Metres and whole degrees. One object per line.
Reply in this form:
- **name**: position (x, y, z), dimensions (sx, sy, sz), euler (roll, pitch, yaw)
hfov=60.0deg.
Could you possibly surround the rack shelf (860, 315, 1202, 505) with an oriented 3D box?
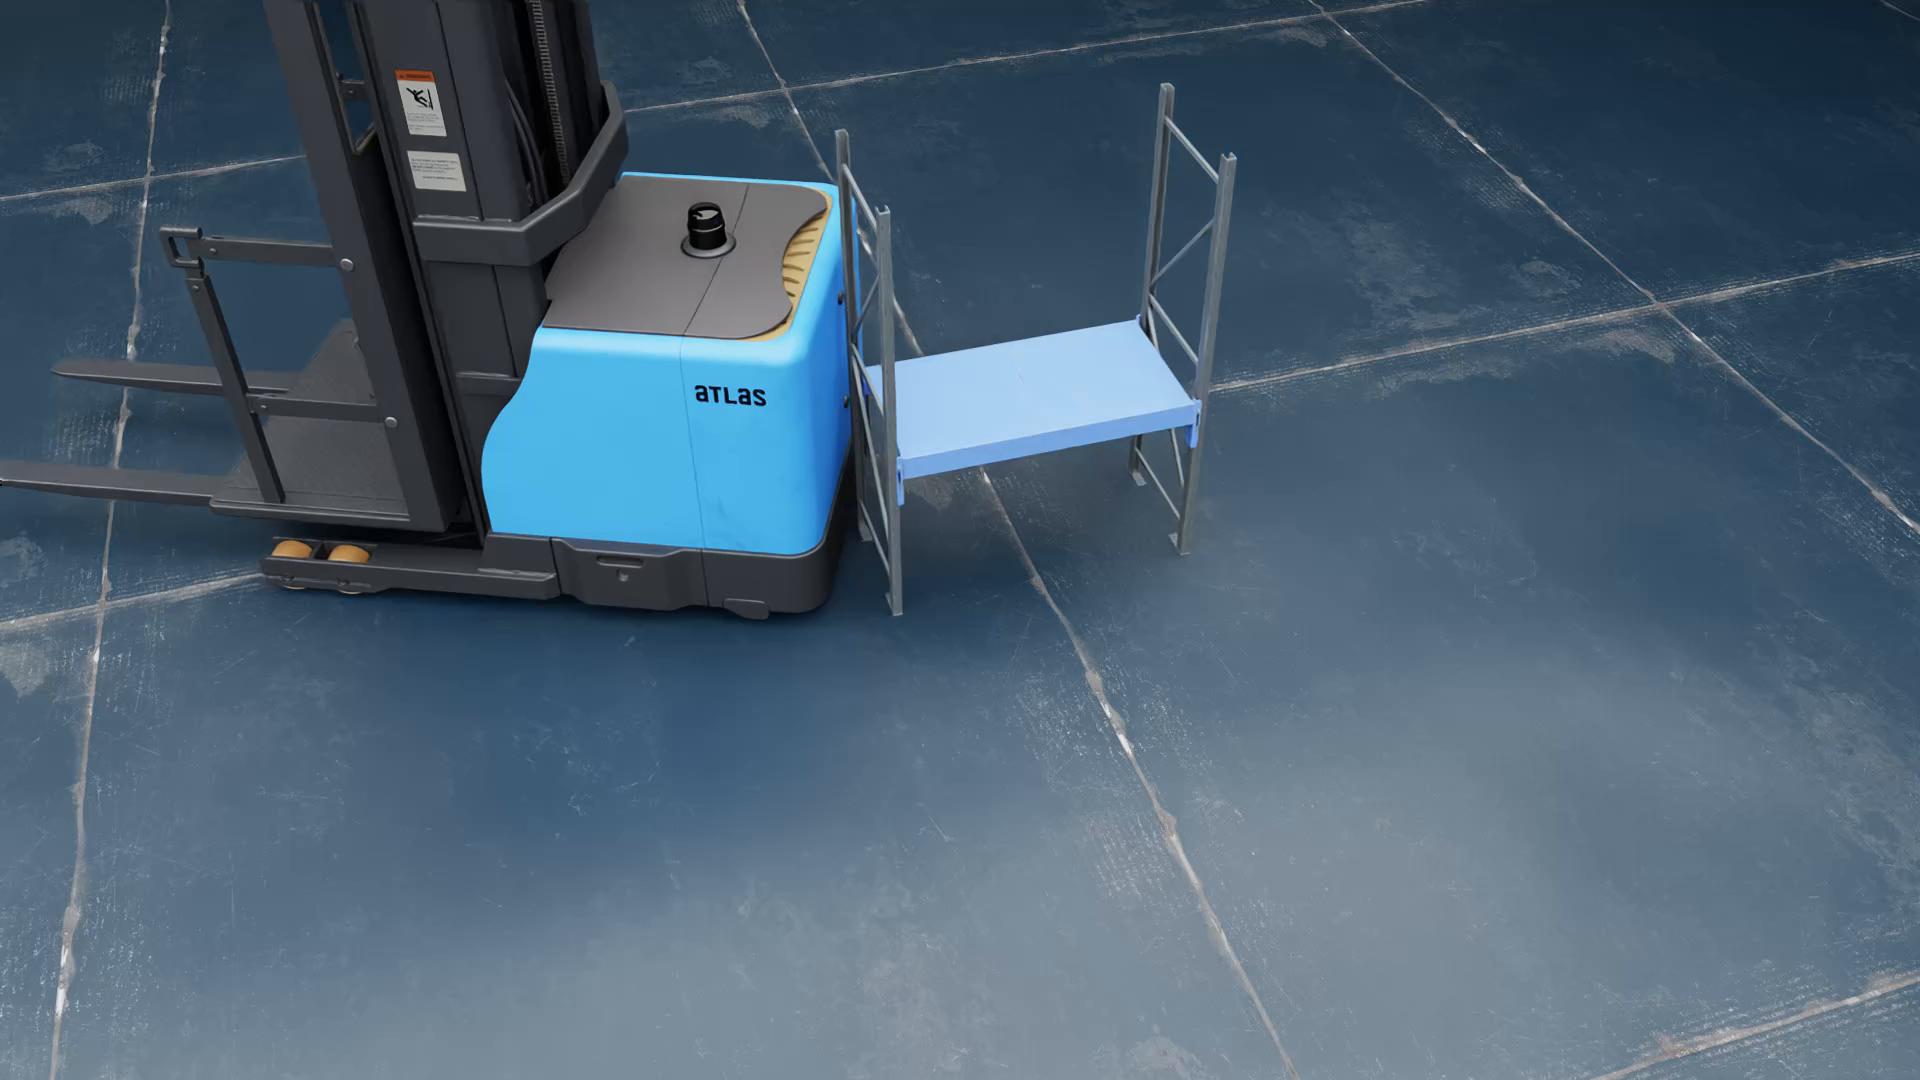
- **rack shelf**: position (0.210, -0.434, 5.380), dimensions (1.000, 0.185, 0.538), euler (-11, 42, -13)

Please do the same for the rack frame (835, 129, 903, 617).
- **rack frame**: position (-0.275, -0.471, 5.149), dimensions (0.032, 1.500, 0.500), euler (-11, 42, -13)

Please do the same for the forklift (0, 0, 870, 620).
- **forklift**: position (-1.882, -1.264, 4.969), dimensions (3.031, 2.935, 1.130), euler (4, 41, 5)

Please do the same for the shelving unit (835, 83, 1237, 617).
- **shelving unit**: position (0.210, -0.569, 5.262), dimensions (1.048, 1.500, 0.538), euler (-11, 42, -13)

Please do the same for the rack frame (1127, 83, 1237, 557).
- **rack frame**: position (0.696, -0.668, 5.374), dimensions (0.032, 1.500, 0.500), euler (-11, 42, -13)
